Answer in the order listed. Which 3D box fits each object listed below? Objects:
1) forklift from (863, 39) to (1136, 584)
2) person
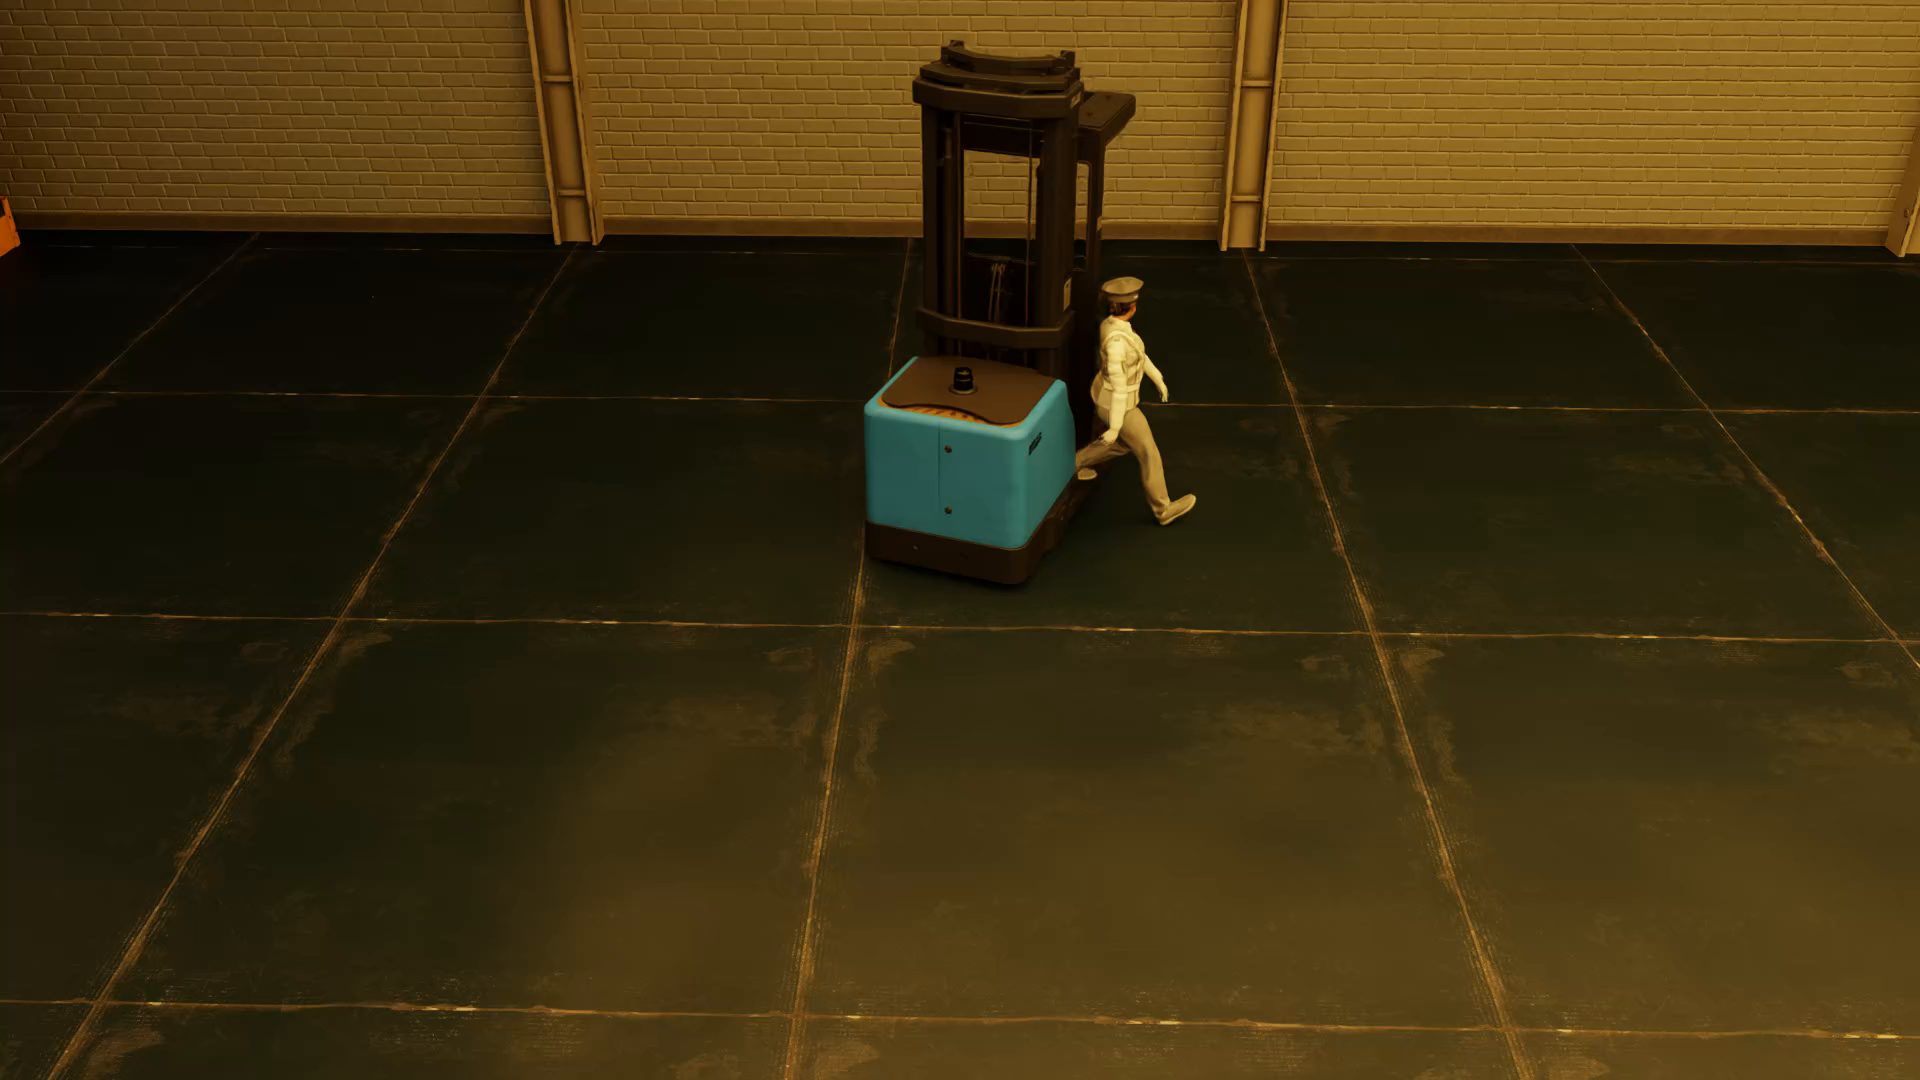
[{"bbox_3d":[0.421,-1.733,10.553,1.130,2.935,3.031,11,32,18],"label":"forklift"},{"bbox_3d":[1.061,-0.830,10.342,0.873,1.605,0.603,-3,31,-5],"label":"person"}]
